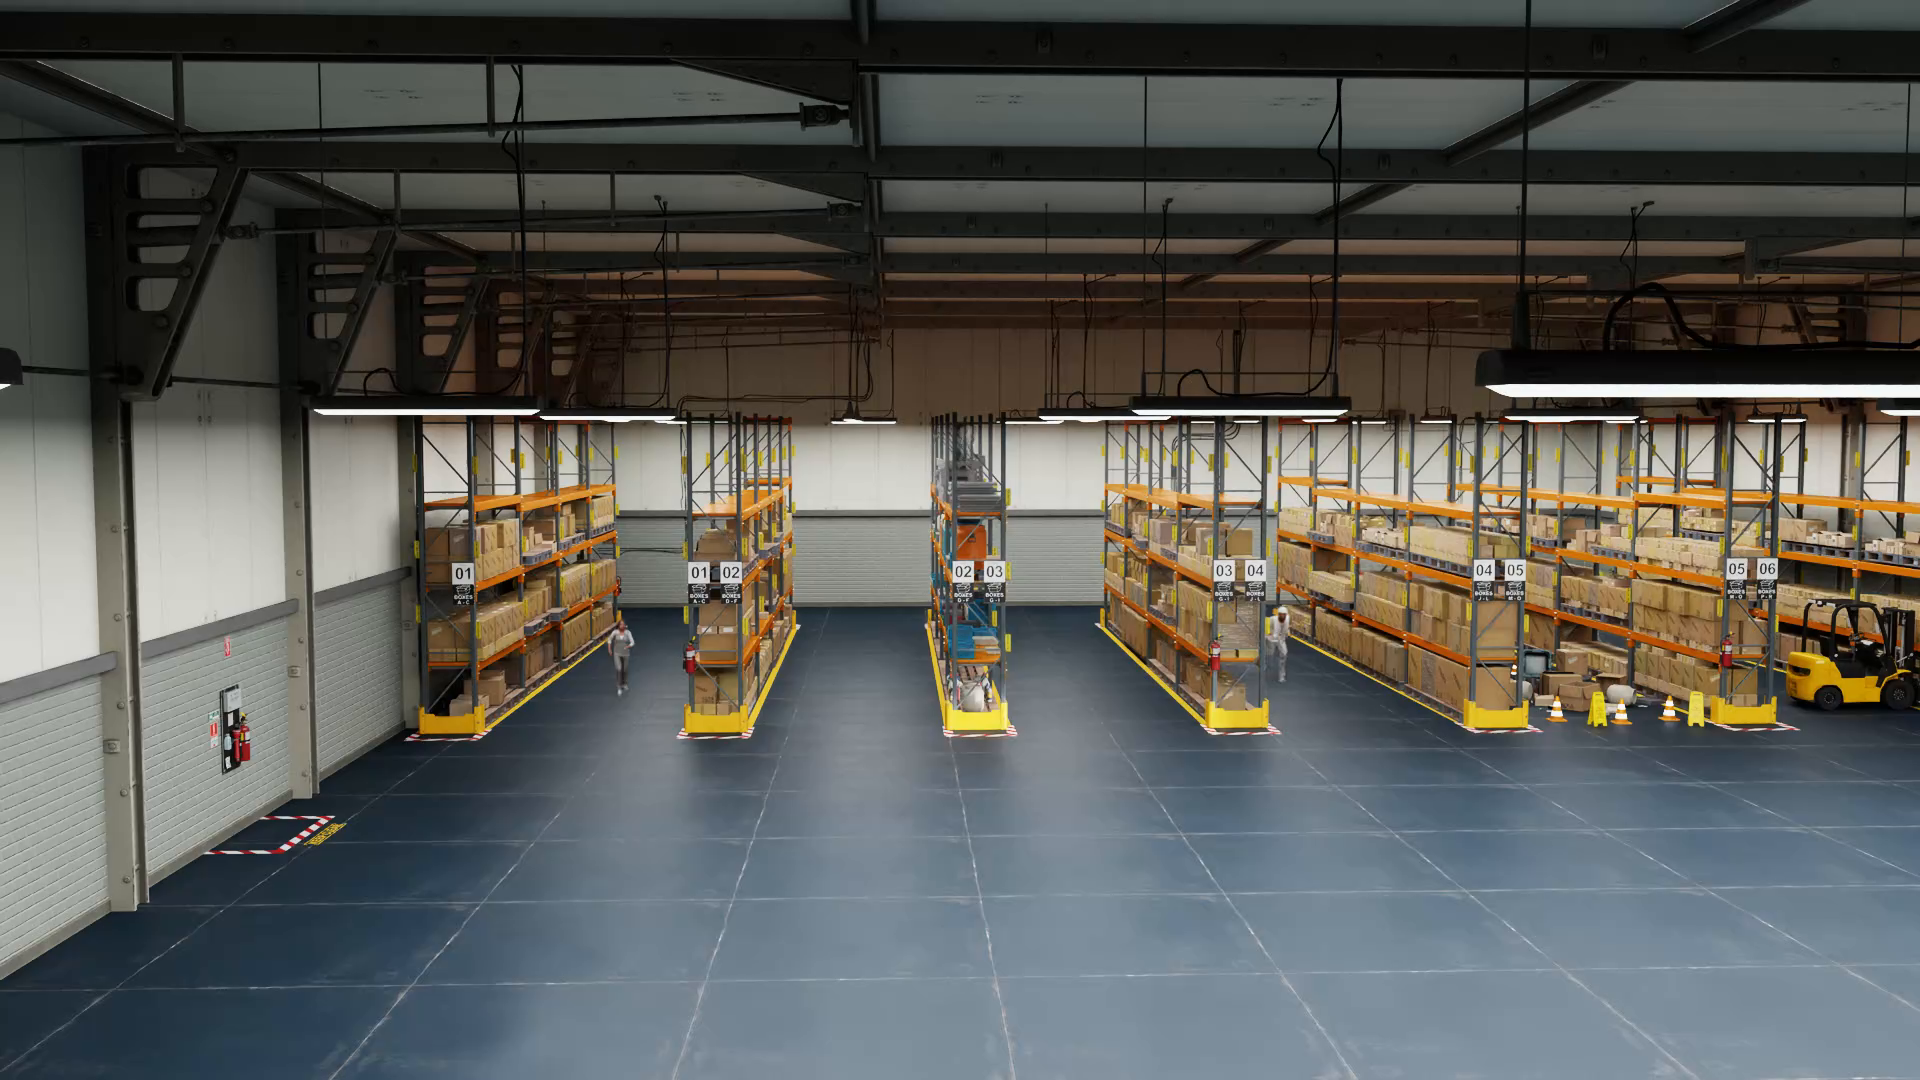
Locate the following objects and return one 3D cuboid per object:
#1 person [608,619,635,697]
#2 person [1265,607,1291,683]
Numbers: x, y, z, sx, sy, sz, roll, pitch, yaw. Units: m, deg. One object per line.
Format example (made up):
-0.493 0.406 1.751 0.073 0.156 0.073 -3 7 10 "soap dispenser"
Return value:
-7.245 2.508 35.608 0.547 1.639 0.704 -1 4 -17 "person"
7.134 2.333 37.686 0.728 1.730 1.054 -1 4 -20 "person"
